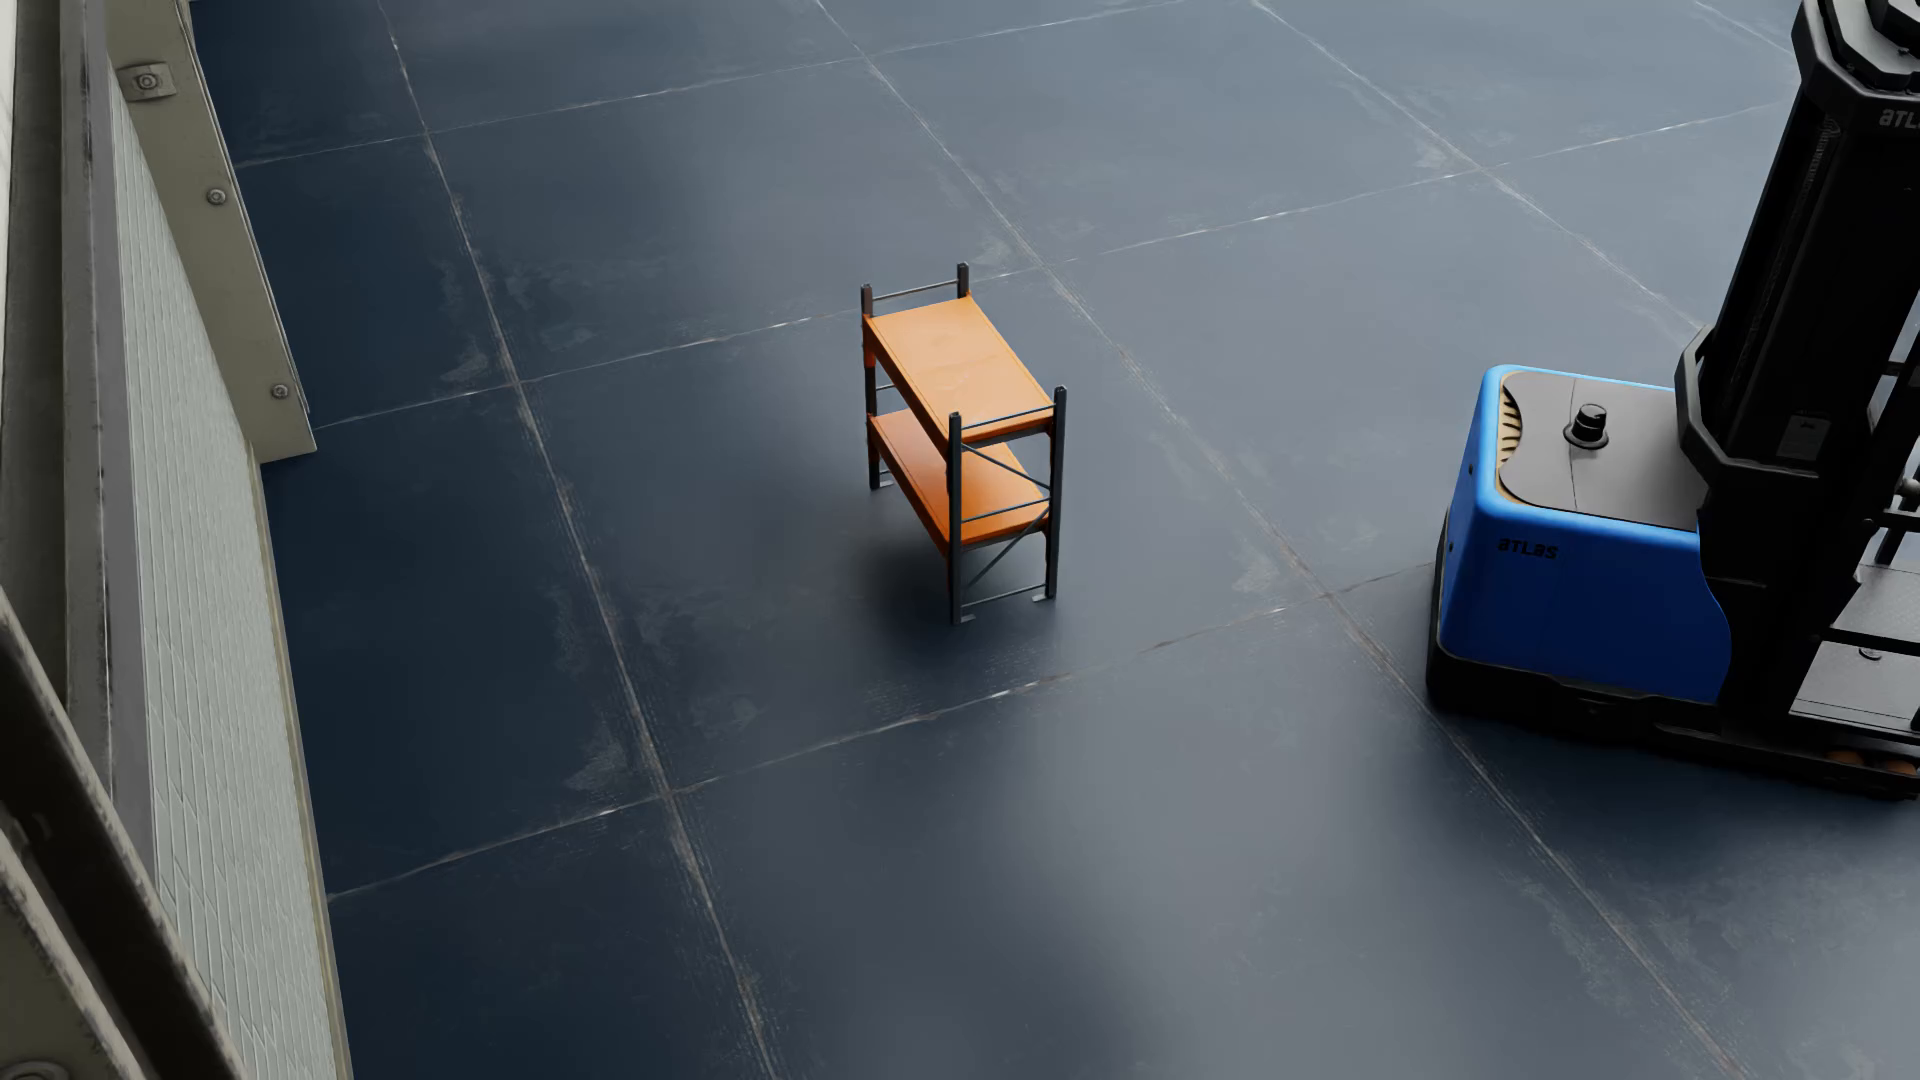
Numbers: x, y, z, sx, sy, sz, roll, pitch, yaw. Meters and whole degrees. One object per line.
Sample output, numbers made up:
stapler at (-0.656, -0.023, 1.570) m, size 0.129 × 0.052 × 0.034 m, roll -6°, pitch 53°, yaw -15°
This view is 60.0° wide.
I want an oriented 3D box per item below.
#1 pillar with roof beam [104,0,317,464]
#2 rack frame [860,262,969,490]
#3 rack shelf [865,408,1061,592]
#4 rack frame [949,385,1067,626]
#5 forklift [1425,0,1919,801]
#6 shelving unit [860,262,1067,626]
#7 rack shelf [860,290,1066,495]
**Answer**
pillar with roof beam at (0.597, -5.005, 6.588) m, size 9.100 × 9.000 × 0.400 m, roll -15°, pitch 43°, yaw -17°
rack frame at (-0.197, -0.737, 7.663) m, size 0.500 × 1.125 × 0.032 m, roll -15°, pitch 43°, yaw -17°
rack shelf at (-0.003, -0.245, 7.466) m, size 0.538 × 0.278 × 1.000 m, roll -15°, pitch 43°, yaw -17°
rack frame at (0.192, -0.124, 6.950) m, size 0.500 × 1.125 × 0.032 m, roll -15°, pitch 43°, yaw -17°
forklift at (3.499, -0.481, 5.980) m, size 3.031 × 2.935 × 1.130 m, roll 10°, pitch 42°, yaw 12°
shelving unit at (-0.003, -0.431, 7.307) m, size 0.538 × 1.125 × 1.048 m, roll -15°, pitch 43°, yaw -17°
rack shelf at (-0.003, -0.652, 7.116) m, size 0.538 × 0.278 × 1.000 m, roll -15°, pitch 43°, yaw -17°
